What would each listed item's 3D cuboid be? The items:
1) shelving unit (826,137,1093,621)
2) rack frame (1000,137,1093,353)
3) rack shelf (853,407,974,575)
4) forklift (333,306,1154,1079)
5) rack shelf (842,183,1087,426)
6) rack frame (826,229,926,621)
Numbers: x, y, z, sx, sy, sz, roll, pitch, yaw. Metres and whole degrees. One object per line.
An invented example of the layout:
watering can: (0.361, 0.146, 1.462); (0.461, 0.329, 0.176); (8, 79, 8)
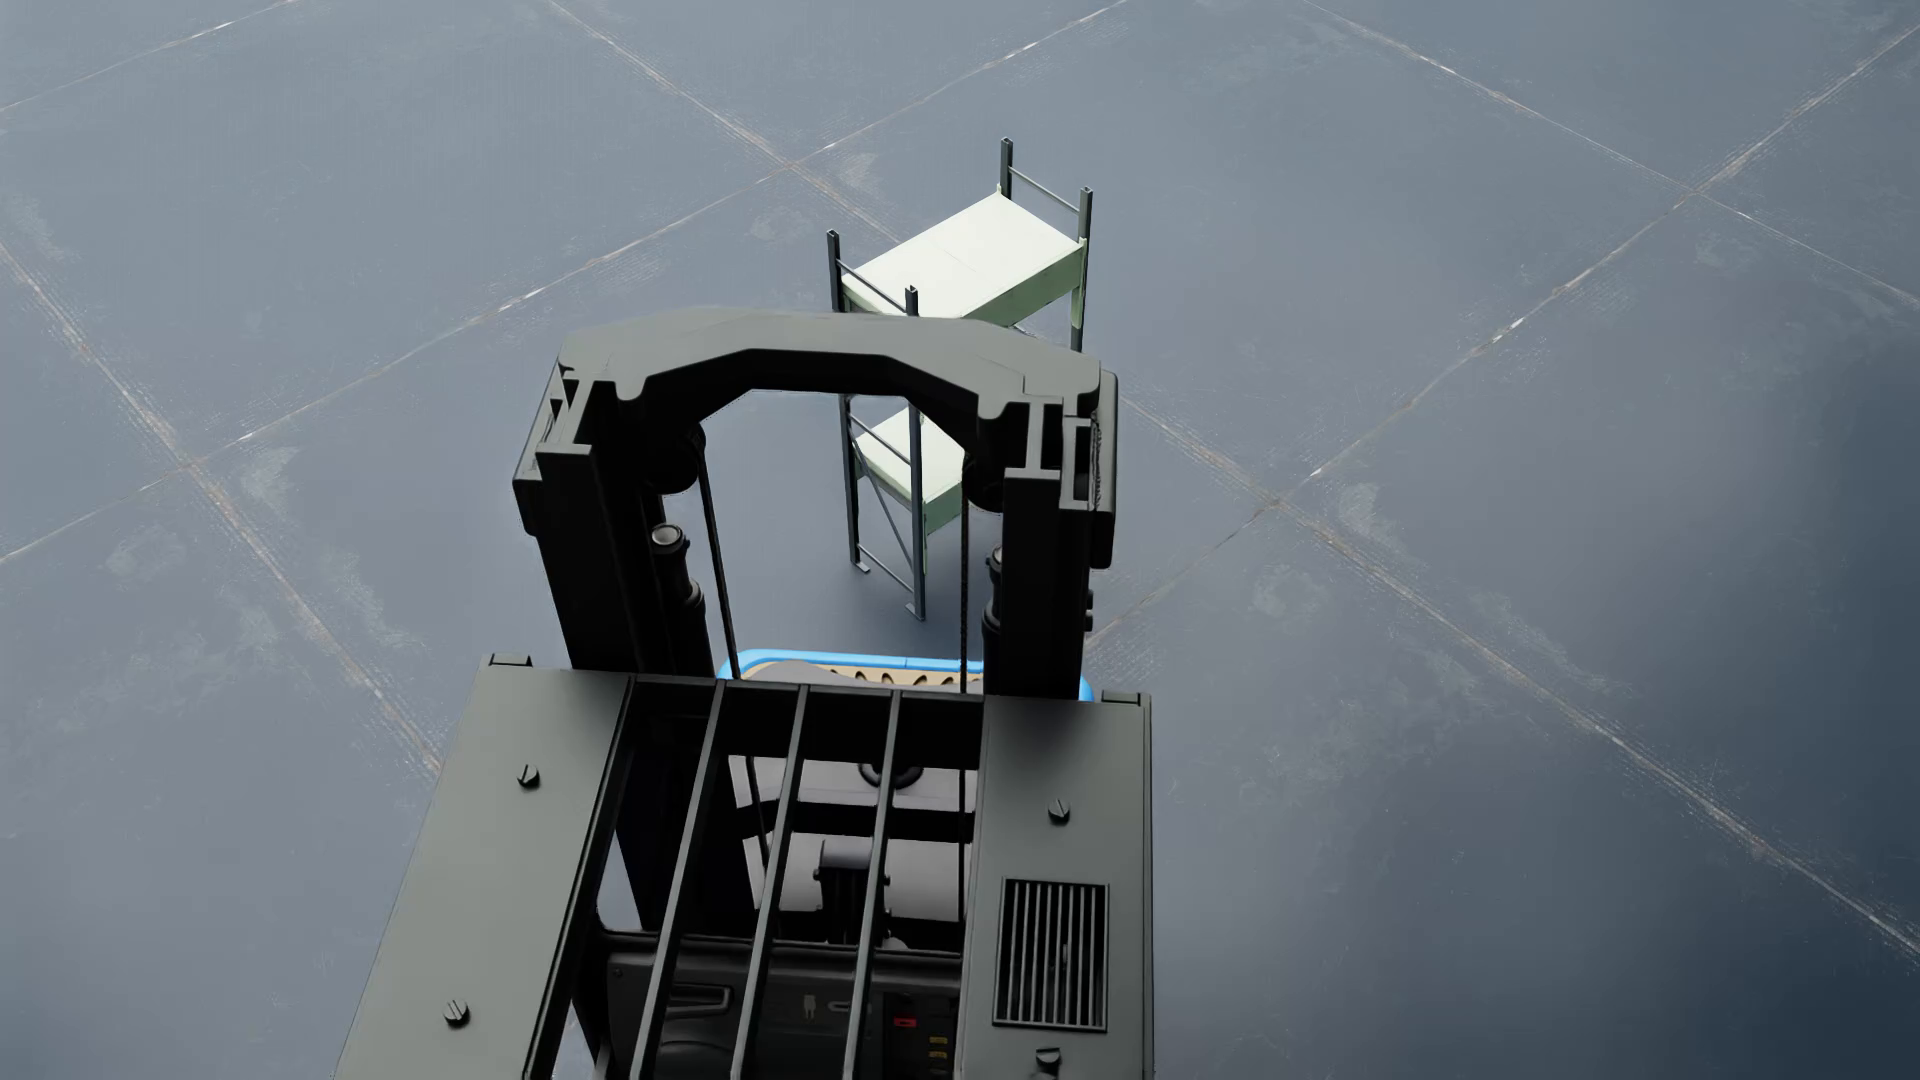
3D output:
shelving unit: (0.005, -0.512, 5.702); (0.755, 1.500, 0.431); (-34, 56, -27)
rack frame: (0.276, -0.693, 5.869); (0.023, 1.500, 0.400); (-34, 56, -27)
rack shelf: (0.005, -0.291, 5.941); (0.720, 0.370, 0.431); (-34, 56, -27)
forklift: (-0.259, 1.133, 3.210); (1.130, 2.935, 3.031); (3, 47, 3)
rack shelf: (0.005, -0.777, 5.415); (0.720, 0.370, 0.431); (-34, 56, -27)
rack frame: (-0.266, -0.331, 5.535); (0.023, 1.500, 0.400); (-34, 56, -27)
